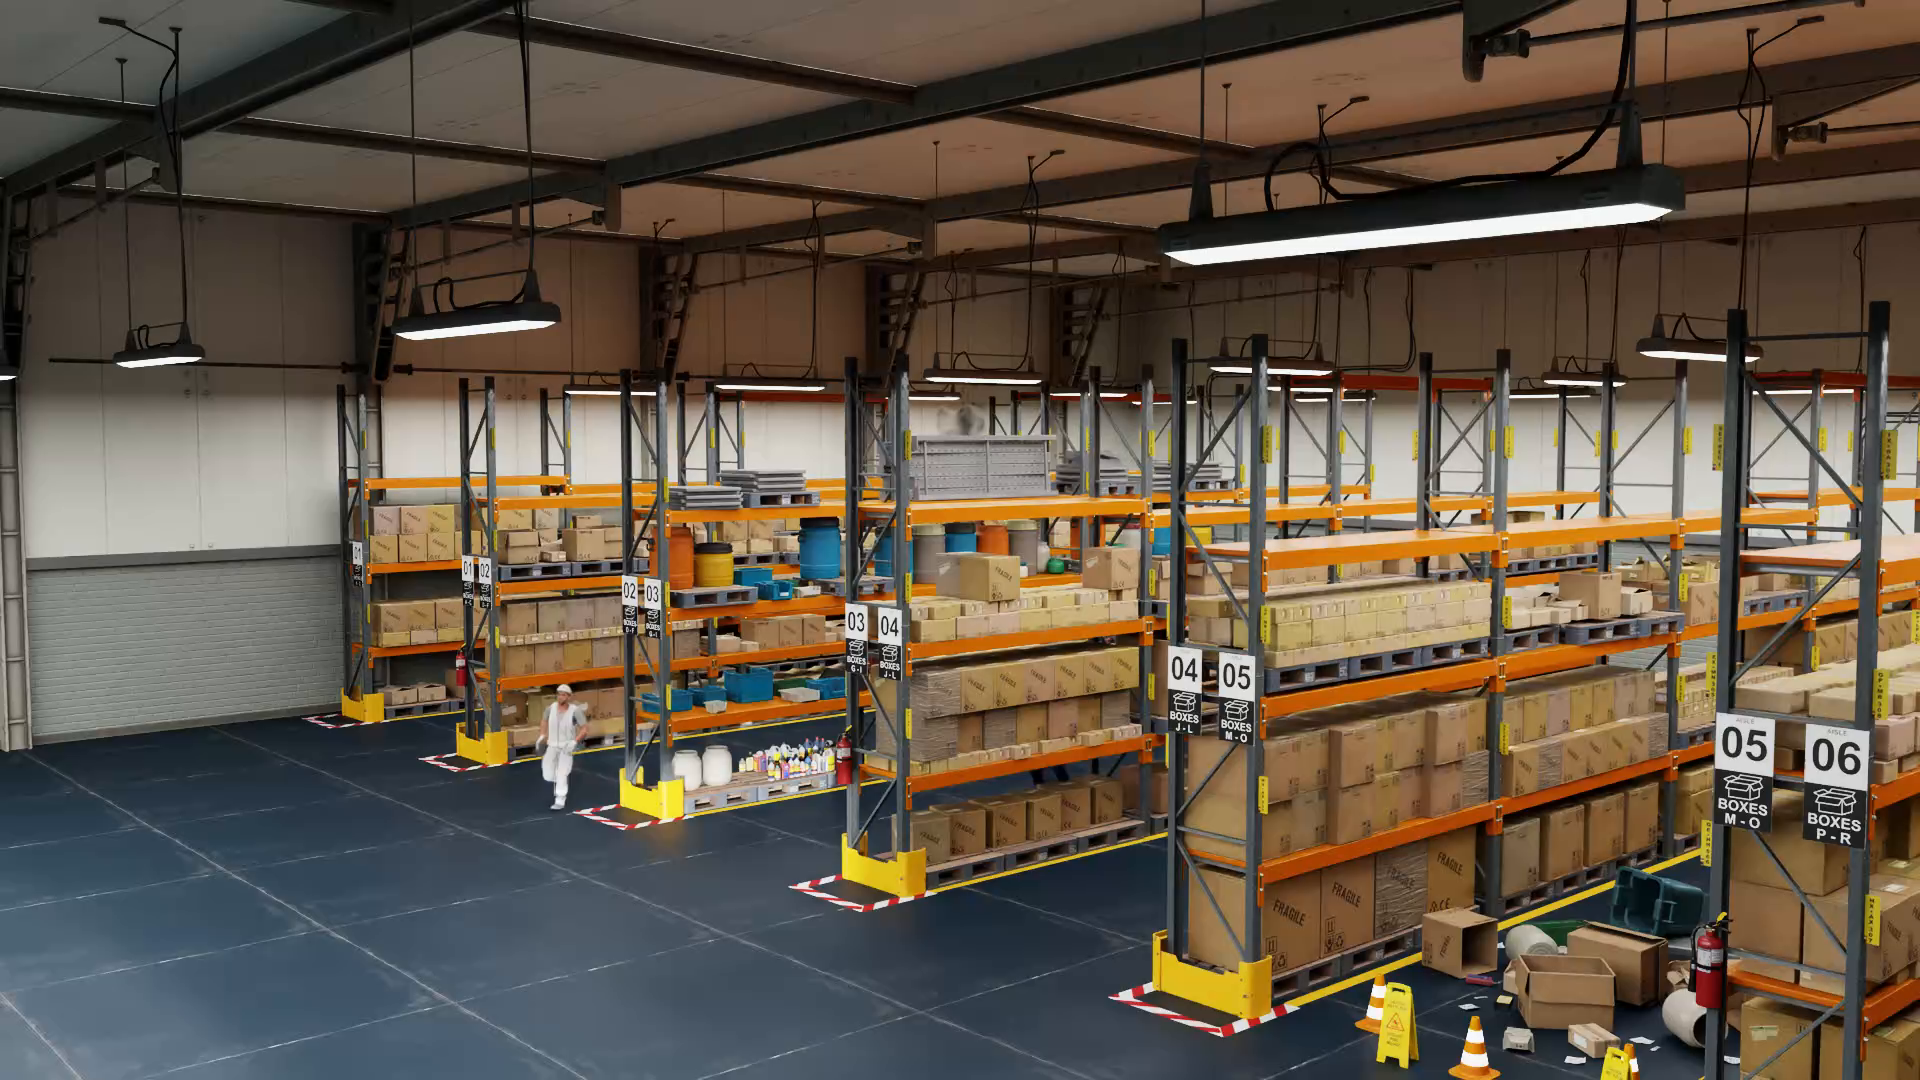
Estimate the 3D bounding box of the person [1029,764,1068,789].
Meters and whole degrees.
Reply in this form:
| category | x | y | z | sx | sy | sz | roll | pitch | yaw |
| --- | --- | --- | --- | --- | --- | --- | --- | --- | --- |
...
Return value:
| category | x | y | z | sx | sy | sz | roll | pitch | yaw |
| --- | --- | --- | --- | --- | --- | --- | --- | --- | --- |
| person | 1.229 | 2.838 | 23.090 | 0.570 | 1.688 | 0.796 | 3 | 5 | 40 |

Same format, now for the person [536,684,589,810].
| category | x | y | z | sx | sy | sz | roll | pitch | yaw |
| --- | --- | --- | --- | --- | --- | --- | --- | --- | --- |
| person | -5.415 | 2.820 | 22.718 | 0.714 | 1.730 | 0.570 | 1 | 4 | 9 |
